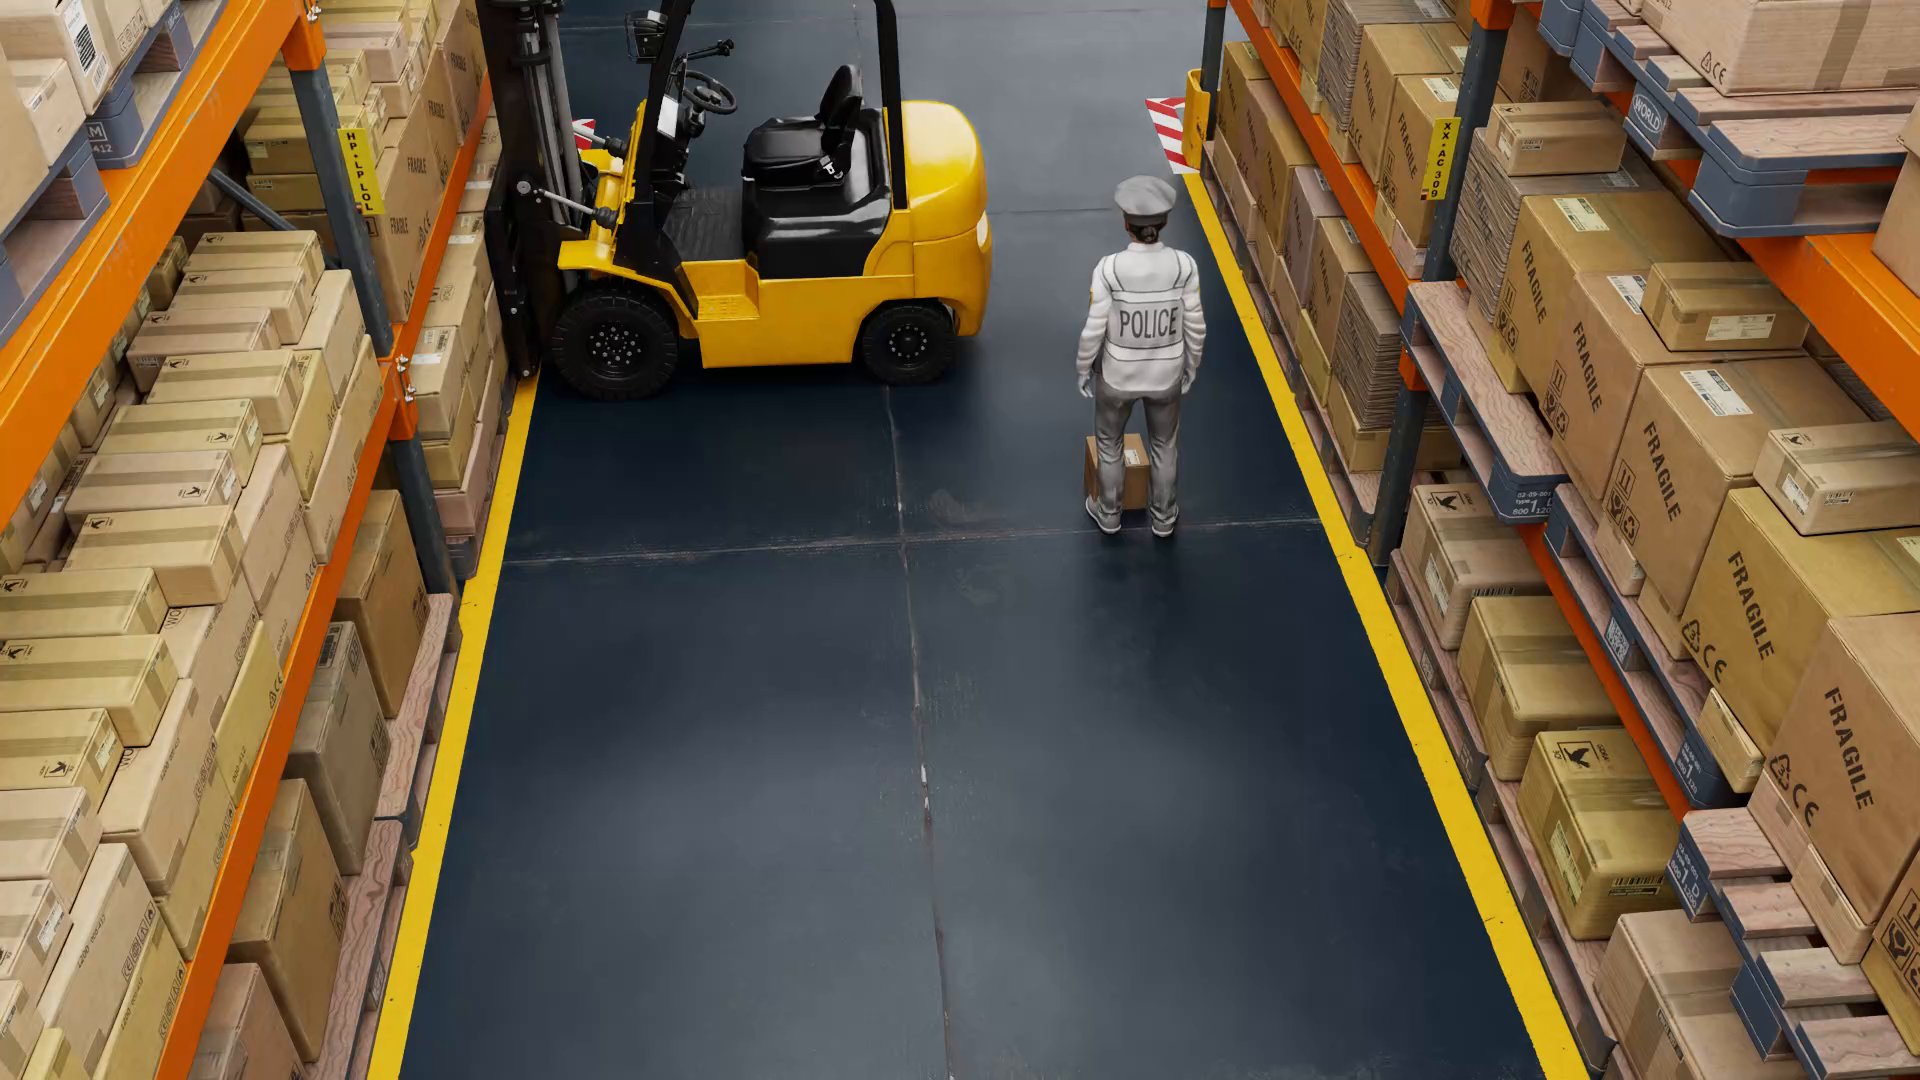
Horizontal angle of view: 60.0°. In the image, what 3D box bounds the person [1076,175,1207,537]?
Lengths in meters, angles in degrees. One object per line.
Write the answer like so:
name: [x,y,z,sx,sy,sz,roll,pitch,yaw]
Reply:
person: [0.751,-0.716,7.025,0.530,1.664,0.404,-3,39,-4]
